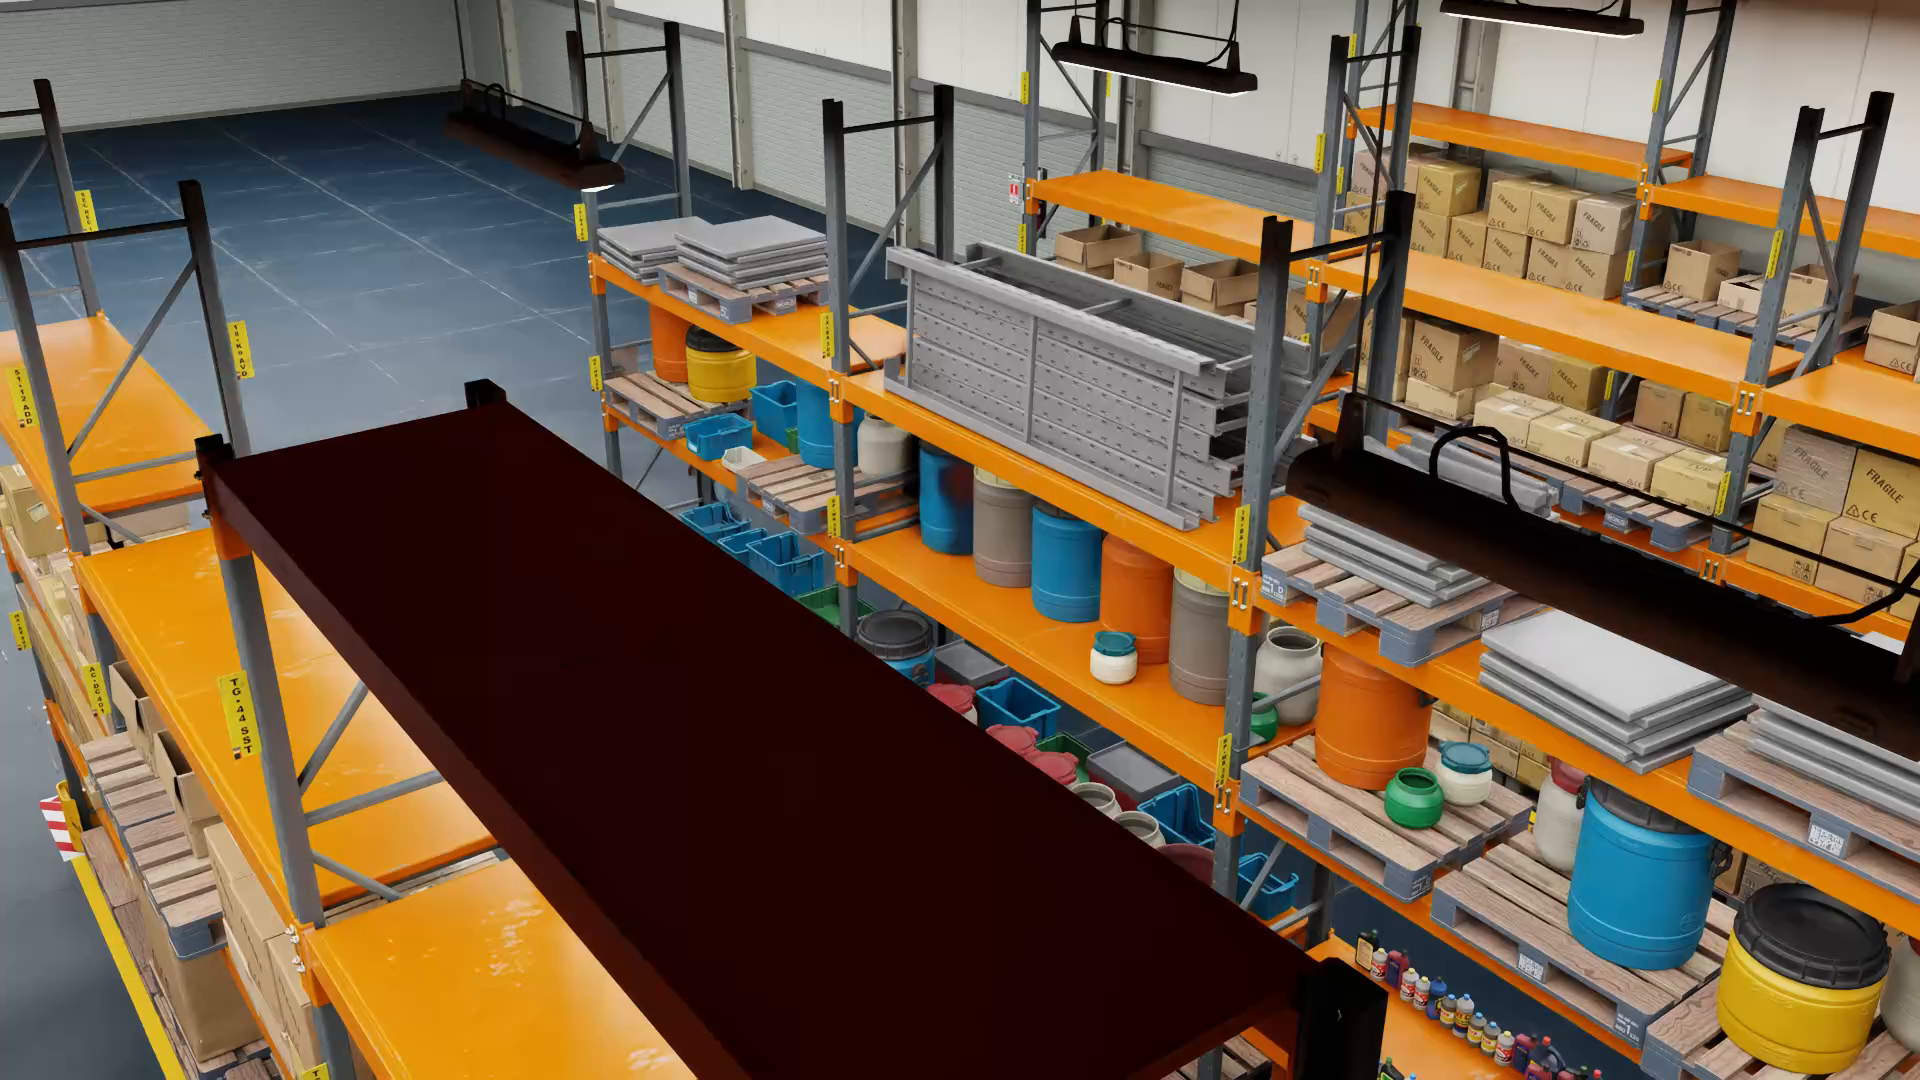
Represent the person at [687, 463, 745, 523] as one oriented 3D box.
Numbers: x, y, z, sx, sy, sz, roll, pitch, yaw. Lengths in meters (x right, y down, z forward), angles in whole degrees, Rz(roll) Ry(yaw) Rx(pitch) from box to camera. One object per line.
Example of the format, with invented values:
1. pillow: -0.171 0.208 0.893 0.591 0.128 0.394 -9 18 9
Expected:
1. person: -2.781 -0.848 18.744 0.648 1.784 0.465 14 28 28
